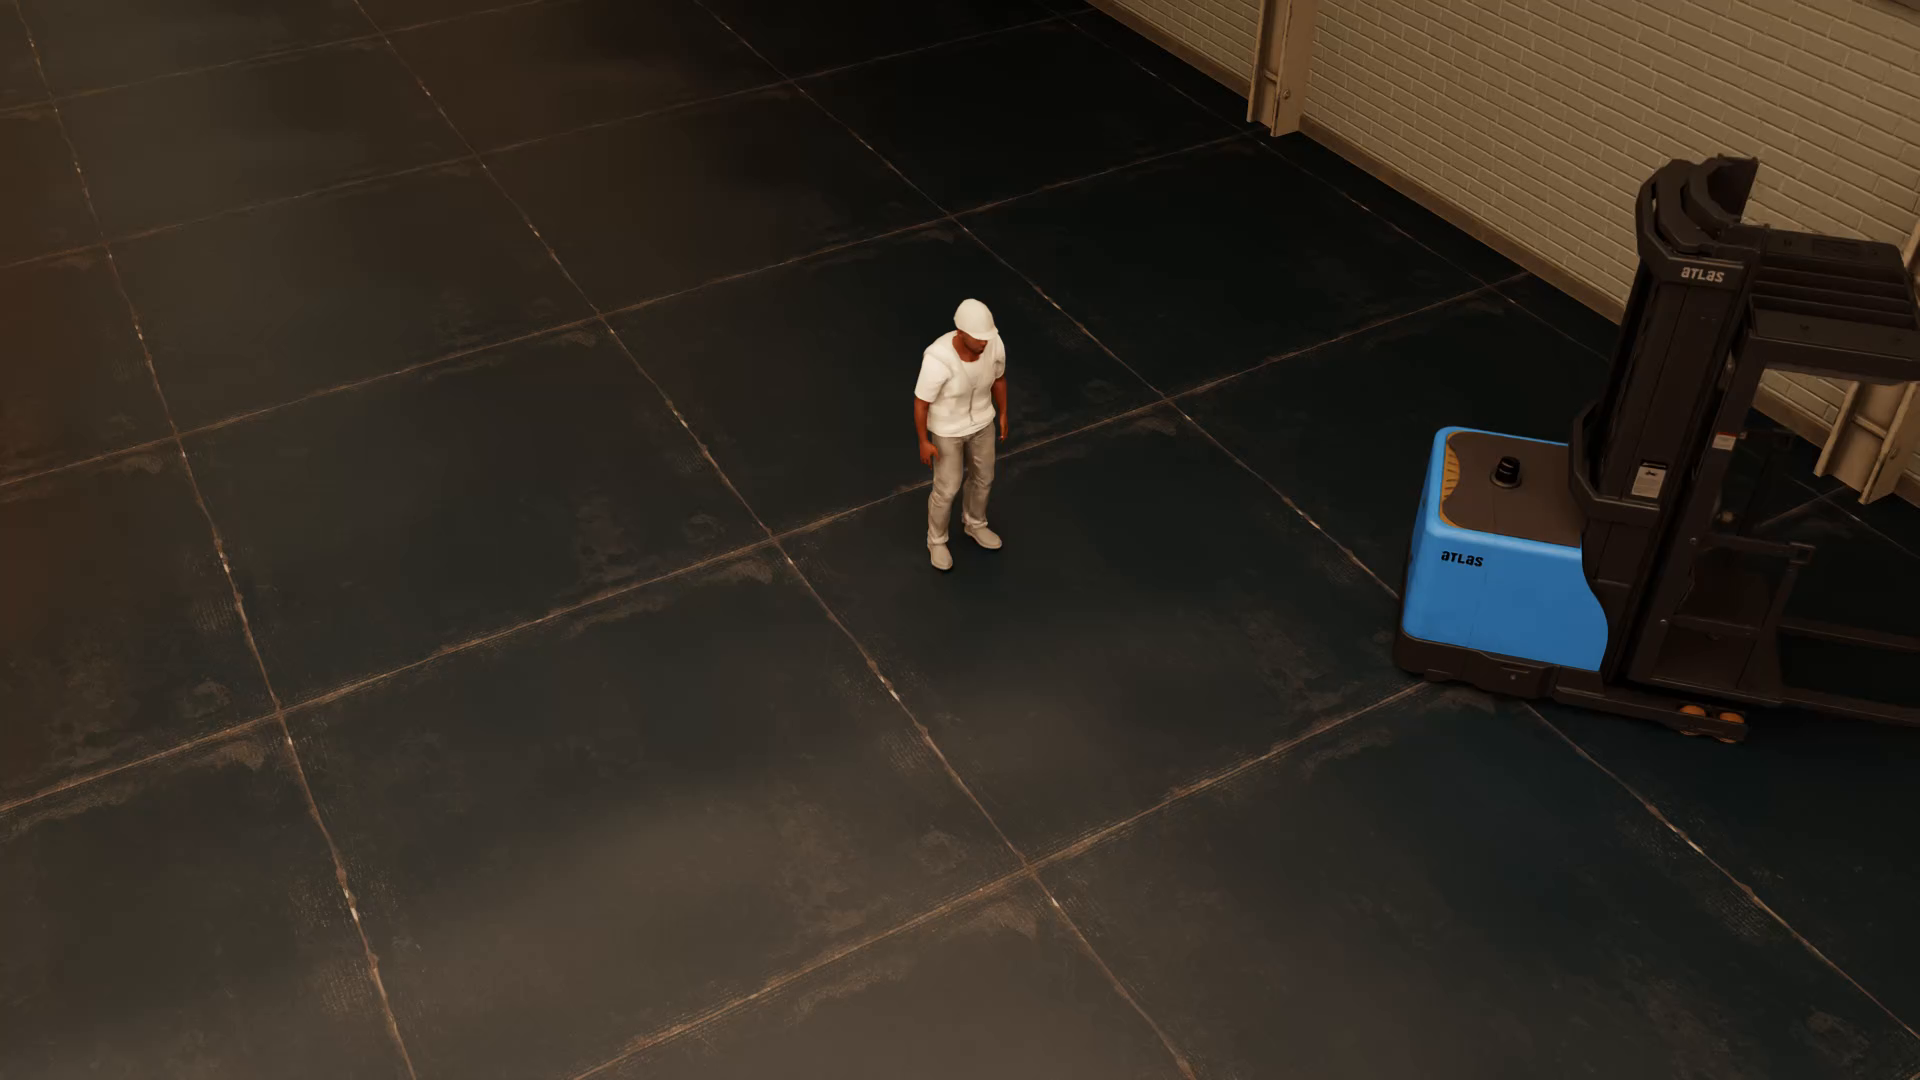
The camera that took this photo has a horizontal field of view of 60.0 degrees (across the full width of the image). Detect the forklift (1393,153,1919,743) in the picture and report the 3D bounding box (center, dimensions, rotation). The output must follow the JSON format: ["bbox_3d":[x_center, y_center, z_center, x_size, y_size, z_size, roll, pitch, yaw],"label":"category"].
[{"bbox_3d":[4.025,-0.410,8.531,3.031,2.935,1.130,10,41,12],"label":"forklift"}]

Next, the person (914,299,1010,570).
[{"bbox_3d":[0.027,-0.657,9.748,0.626,1.760,0.460,-22,44,-24],"label":"person"}]
